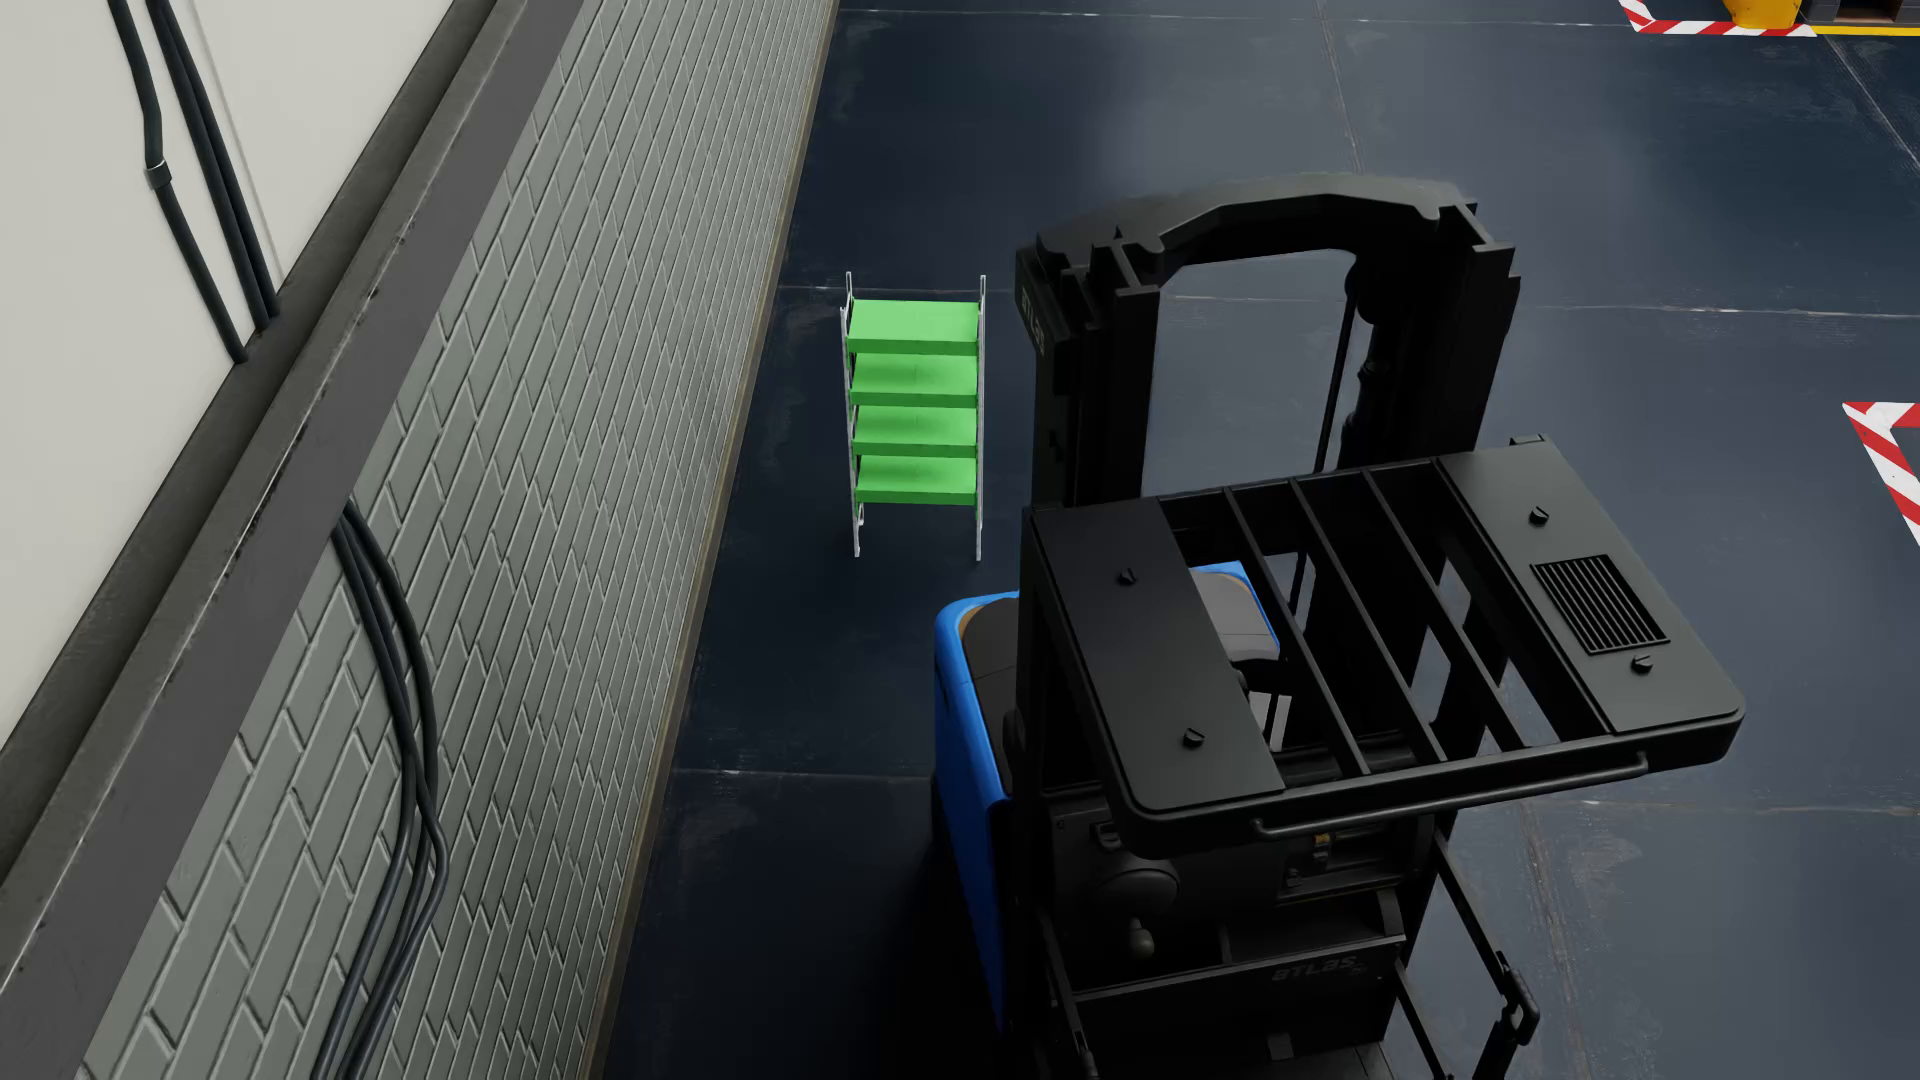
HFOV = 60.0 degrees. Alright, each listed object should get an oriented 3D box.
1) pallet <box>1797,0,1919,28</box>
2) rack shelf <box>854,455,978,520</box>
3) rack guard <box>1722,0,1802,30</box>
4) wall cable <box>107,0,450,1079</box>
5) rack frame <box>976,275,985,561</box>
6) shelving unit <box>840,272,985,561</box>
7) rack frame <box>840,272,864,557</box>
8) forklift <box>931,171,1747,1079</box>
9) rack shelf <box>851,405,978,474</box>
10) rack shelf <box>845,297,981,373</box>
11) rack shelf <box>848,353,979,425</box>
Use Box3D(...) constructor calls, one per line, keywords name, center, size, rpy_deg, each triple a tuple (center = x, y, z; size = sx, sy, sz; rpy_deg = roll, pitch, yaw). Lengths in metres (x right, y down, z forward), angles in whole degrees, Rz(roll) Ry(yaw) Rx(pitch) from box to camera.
Box3D(name="pallet", center=(5.758, -3.525, 10.379), size=(1.213, 0.211, 1.003), rpy_deg=(2, 43, 2))
Box3D(name="rack shelf", center=(-0.165, -0.222, 6.554), size=(0.480, 0.148, 0.258), rpy_deg=(2, 43, 2))
Box3D(name="rack guard", center=(4.912, -3.674, 10.327), size=(0.348, 0.500, 1.175), rpy_deg=(2, 43, 2))
Box3D(name="wall cable", center=(-1.144, 0.673, 1.703), size=(0.112, 2.526, 3.097), rpy_deg=(2, 43, 2))
Box3D(name="rack frame", center=(0.078, -0.437, 6.338), size=(0.015, 1.200, 0.240), rpy_deg=(2, 43, 2))
Box3D(name="shelving unit", center=(-0.165, -0.444, 6.346), size=(0.503, 1.200, 0.258), rpy_deg=(2, 43, 2))
Box3D(name="rack frame", center=(-0.409, -0.452, 6.355), size=(0.015, 1.200, 0.240), rpy_deg=(2, 43, 2))
Box3D(name="forklift", center=(0.710, 0.815, 3.725), size=(1.130, 2.935, 3.031), rpy_deg=(-8, 44, -9))
Box3D(name="rack shelf", center=(-0.165, -0.397, 6.390), size=(0.480, 0.148, 0.258), rpy_deg=(2, 43, 2))
Box3D(name="rack shelf", center=(-0.165, -0.749, 6.063), size=(0.480, 0.148, 0.258), rpy_deg=(2, 43, 2))
Box3D(name="rack shelf", center=(-0.165, -0.573, 6.226), size=(0.480, 0.148, 0.258), rpy_deg=(2, 43, 2))
